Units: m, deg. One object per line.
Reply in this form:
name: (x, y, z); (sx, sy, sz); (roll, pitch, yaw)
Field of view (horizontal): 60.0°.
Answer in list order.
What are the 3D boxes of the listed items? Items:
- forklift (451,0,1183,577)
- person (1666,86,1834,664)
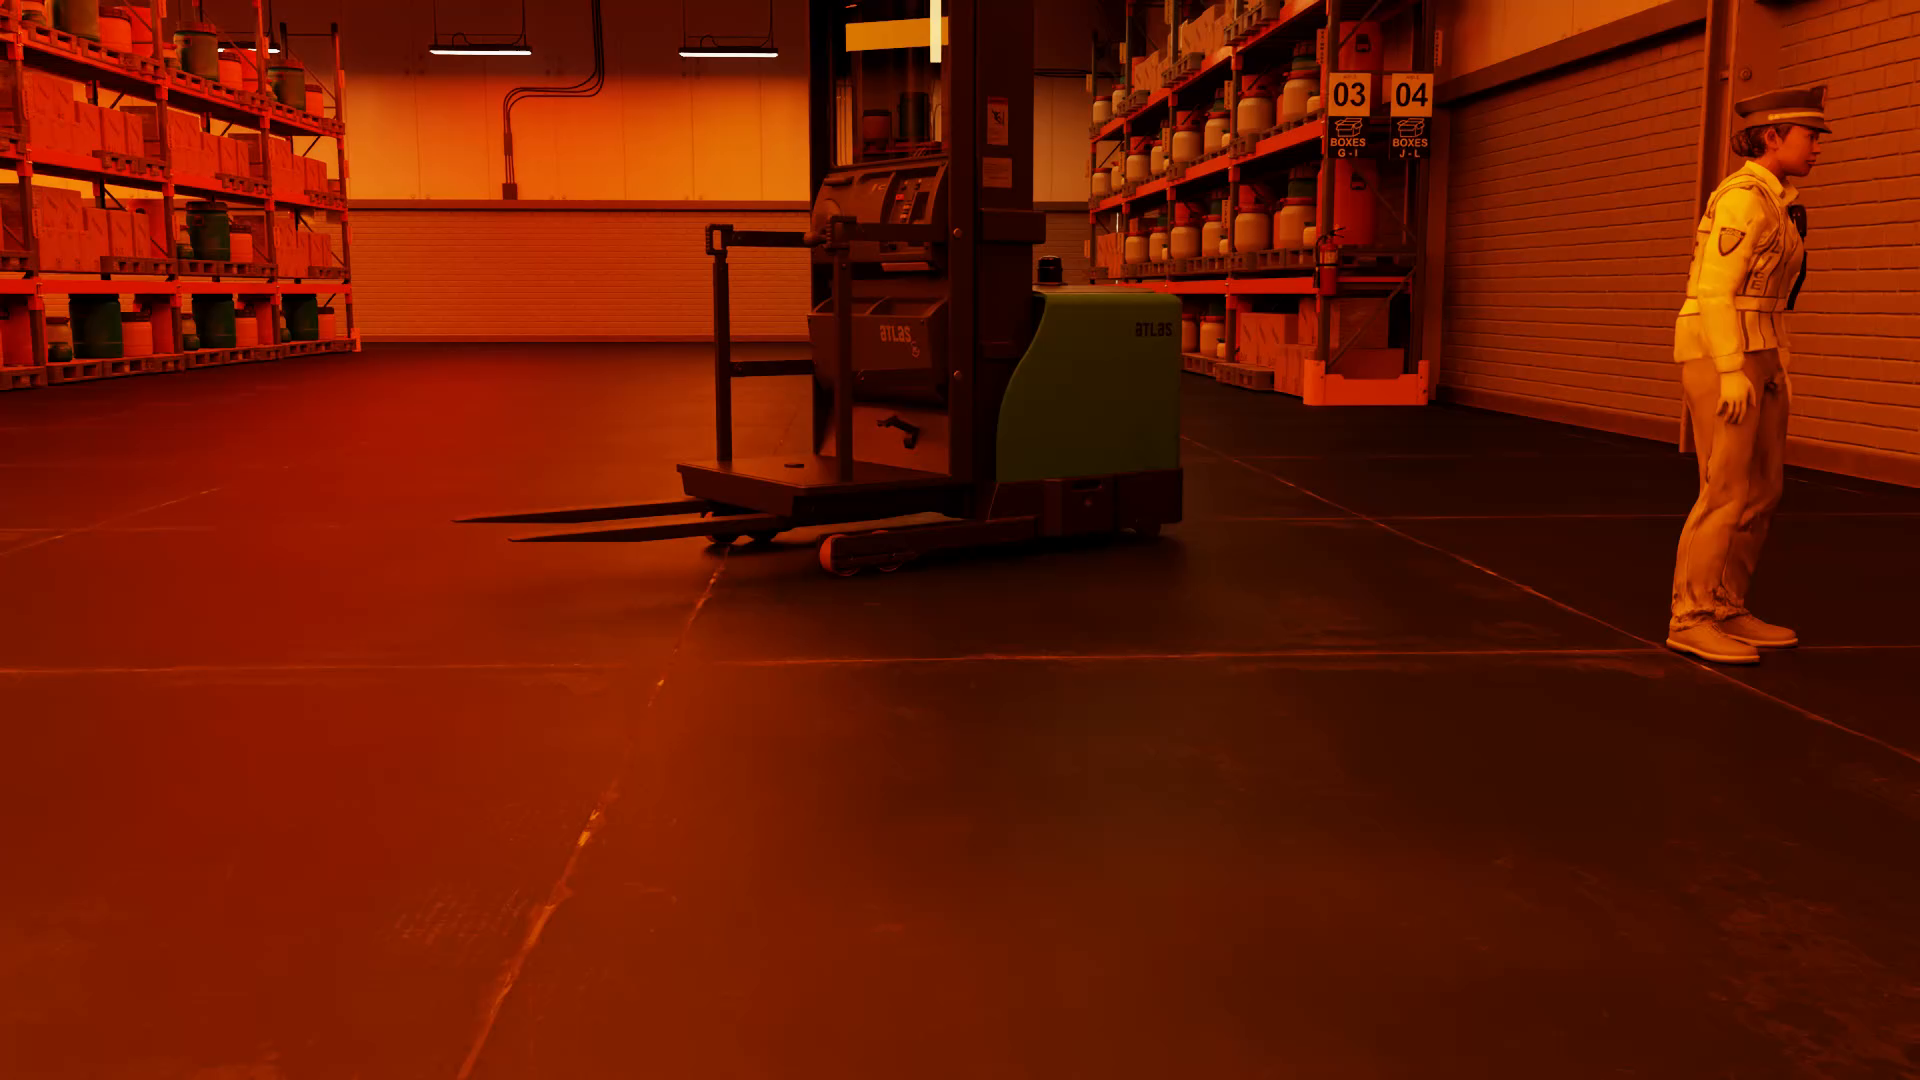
forklift: (-0.511, -1.397, 6.738); (3.031, 2.935, 1.130); (-6, 10, -35)
person: (2.354, -0.494, 4.984); (0.378, 1.663, 0.536); (8, 12, 44)
